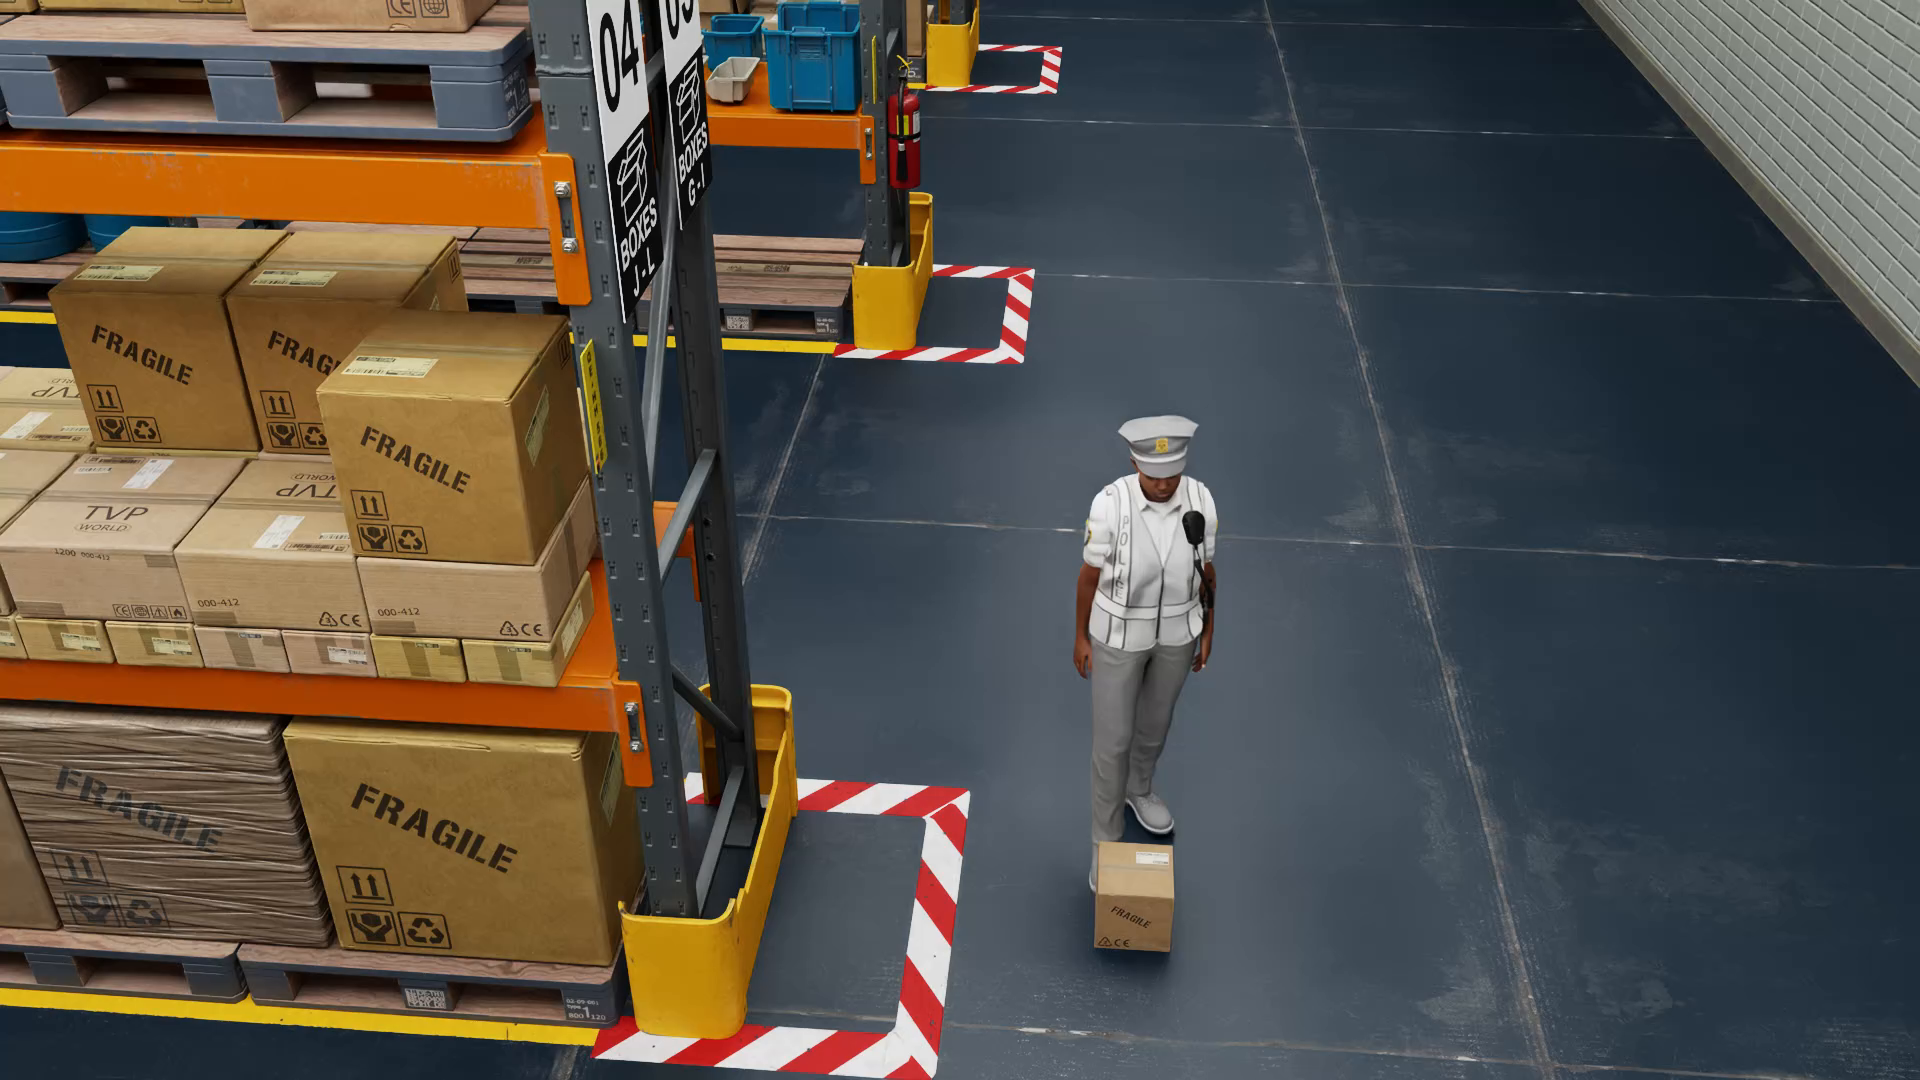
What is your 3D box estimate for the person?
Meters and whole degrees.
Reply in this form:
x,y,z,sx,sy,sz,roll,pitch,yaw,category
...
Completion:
x,y,z,sx,sy,sz,roll,pitch,yaw,category
0.642,0.375,5.513,0.487,1.665,0.582,-7,33,-10,person
